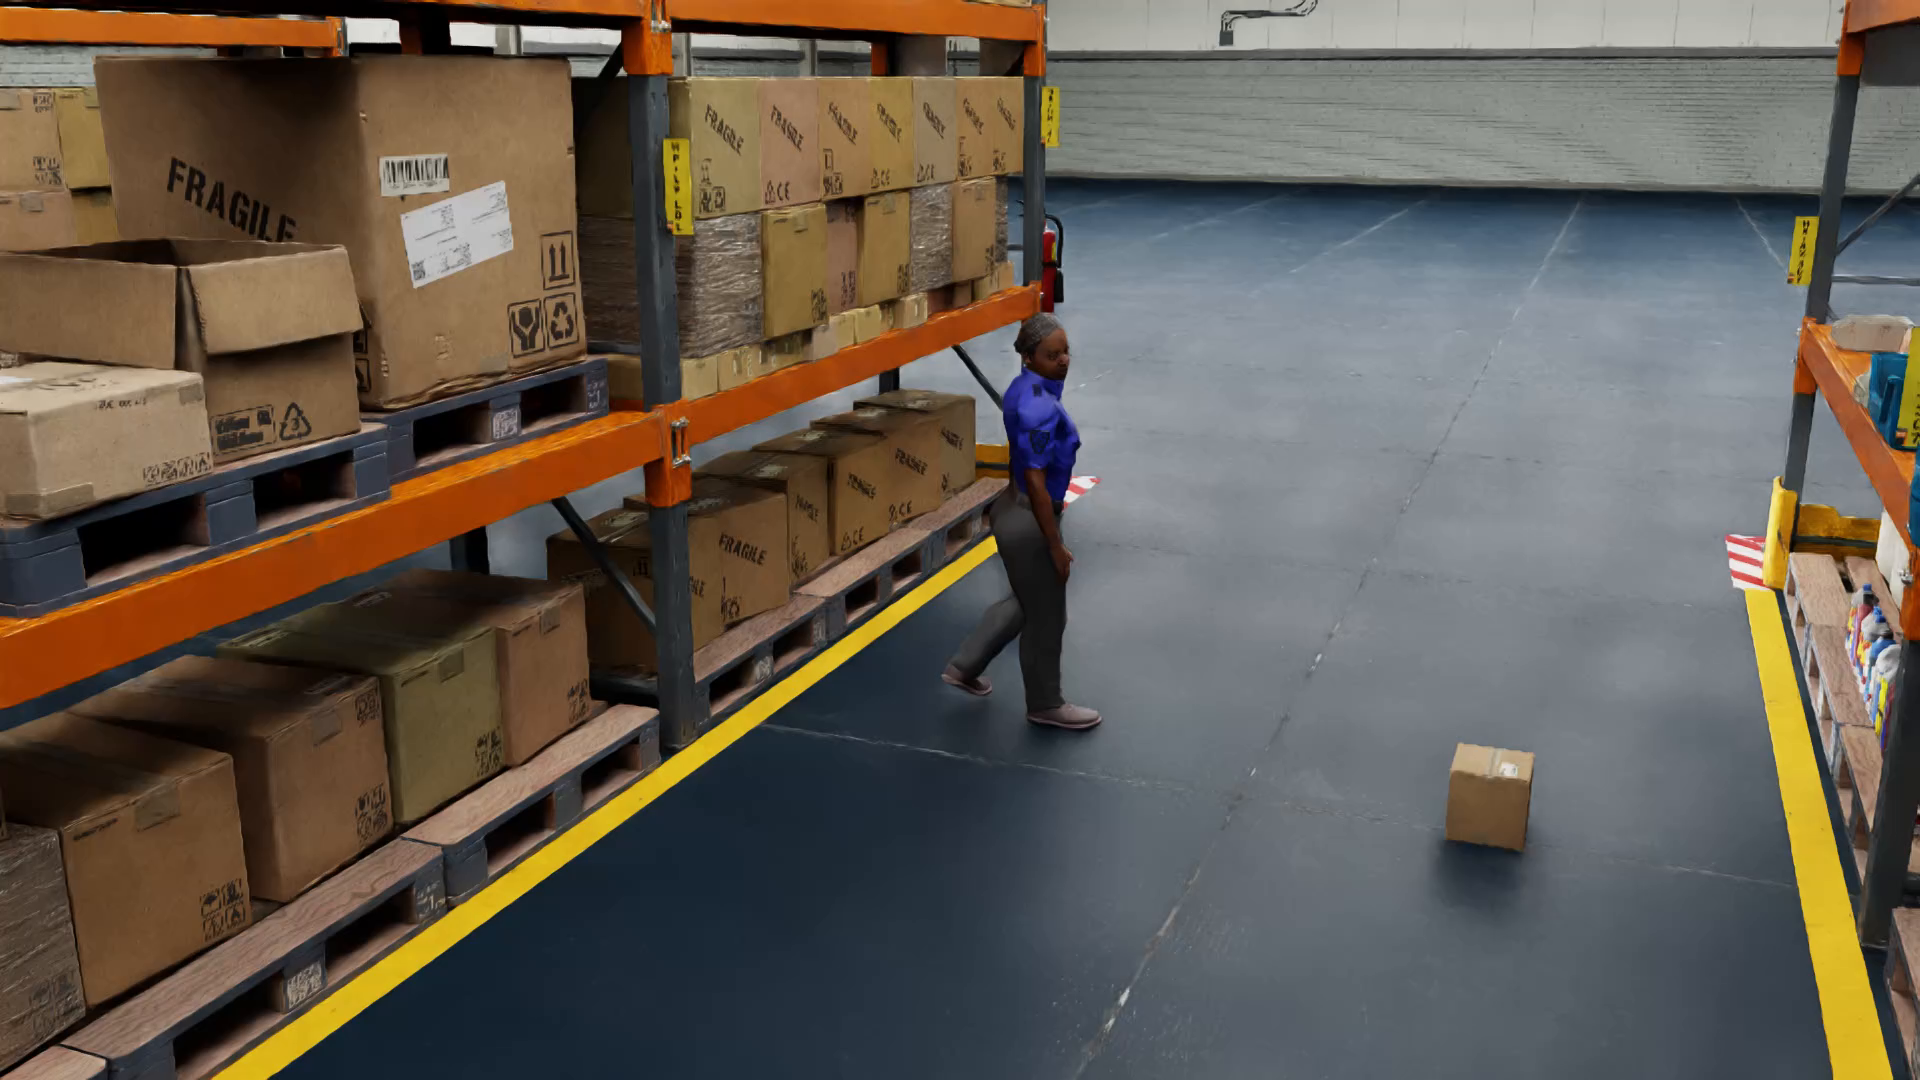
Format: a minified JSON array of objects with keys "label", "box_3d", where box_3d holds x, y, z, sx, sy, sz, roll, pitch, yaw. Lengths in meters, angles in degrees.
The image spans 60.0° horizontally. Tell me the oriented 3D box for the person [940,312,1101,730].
[{"label":"person","box_3d":[0.243,-0.045,6.231,0.627,1.643,0.578,-1,16,-5]}]
